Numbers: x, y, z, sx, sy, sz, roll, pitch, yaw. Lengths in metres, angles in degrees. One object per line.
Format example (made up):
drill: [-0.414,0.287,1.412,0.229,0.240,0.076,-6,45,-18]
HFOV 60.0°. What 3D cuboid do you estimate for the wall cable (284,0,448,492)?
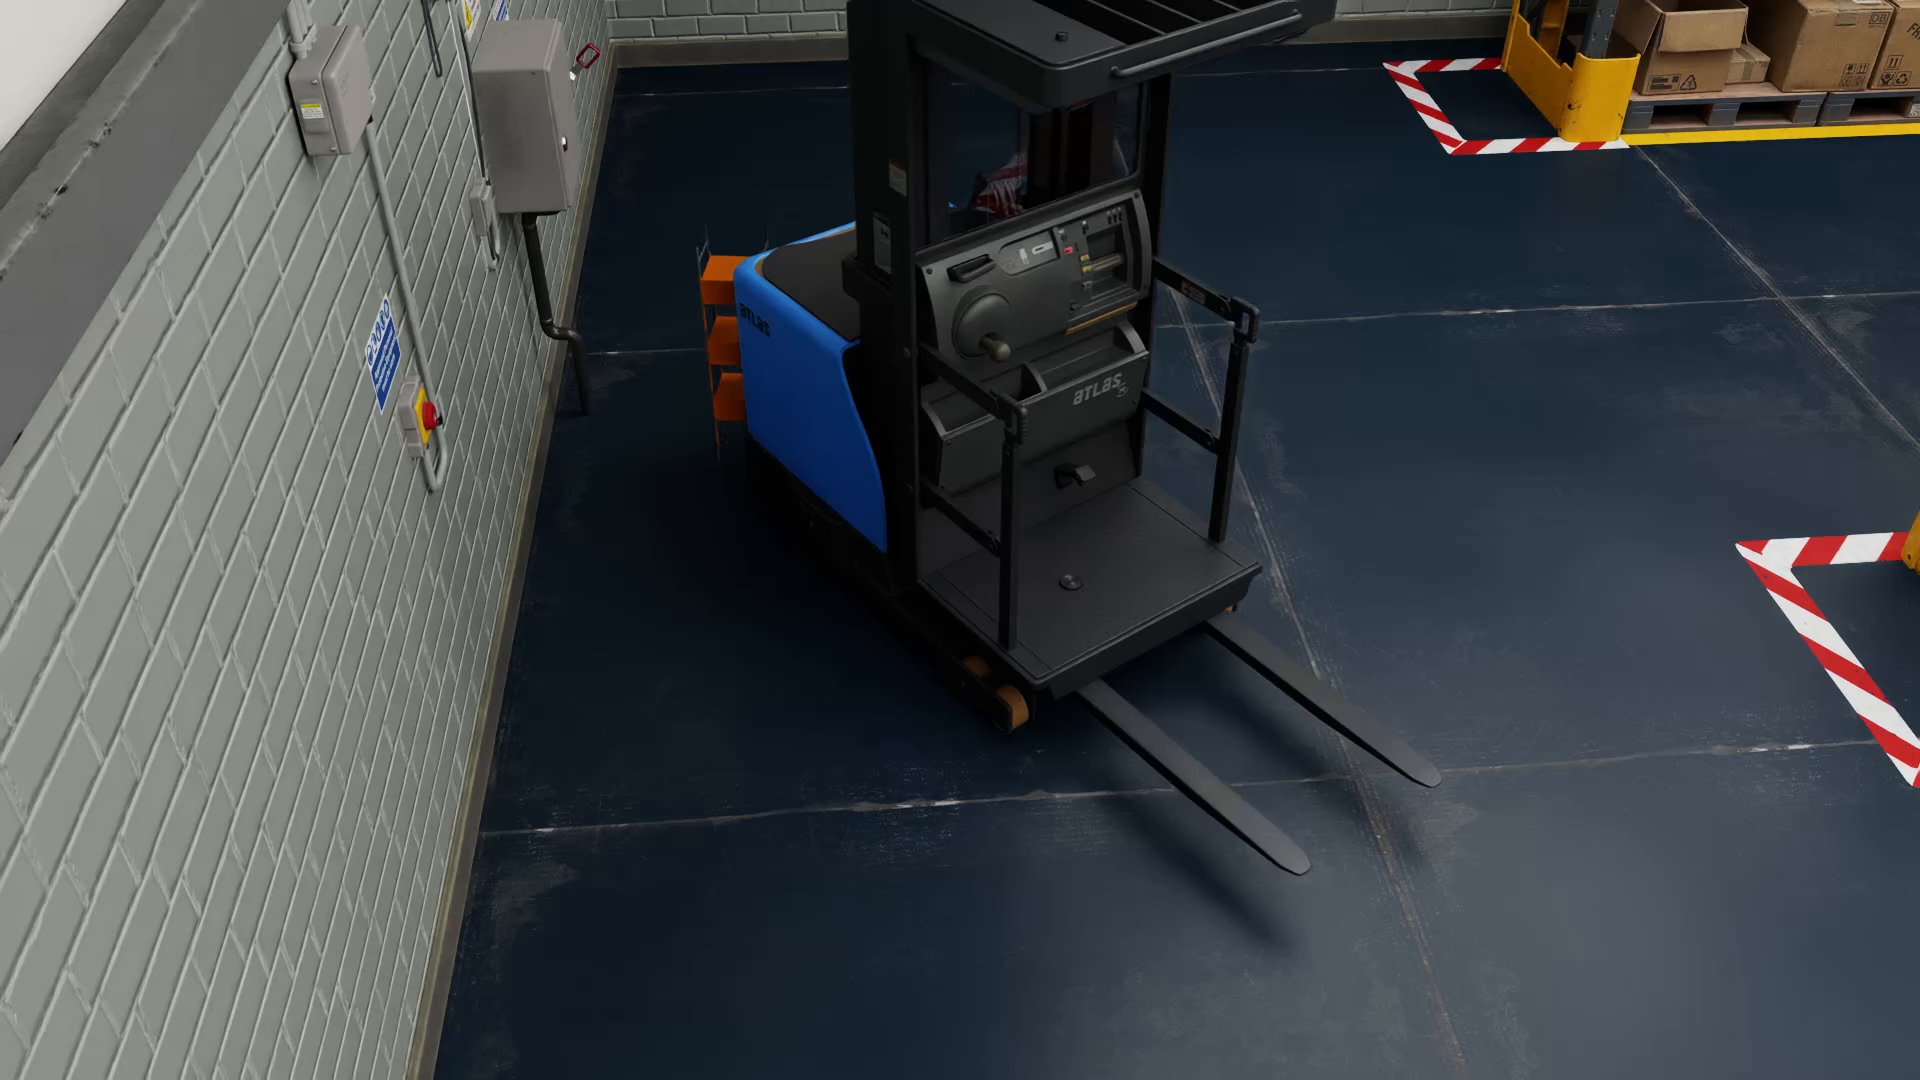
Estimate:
wall cable: [-1.604,-0.877,4.595,0.123,1.953,0.585,-3,38,-4]

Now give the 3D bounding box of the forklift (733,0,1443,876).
forklift: [0.398,-0.821,5.425,1.130,2.935,3.031,-25,45,-28]

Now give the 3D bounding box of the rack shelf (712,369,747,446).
rack shelf: [-0.905,-0.559,7.076,0.240,0.259,0.215,2,38,3]

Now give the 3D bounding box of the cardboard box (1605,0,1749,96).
cardboard box: [4.184,-3.012,9.822,0.637,0.503,0.797,-5,39,-6]

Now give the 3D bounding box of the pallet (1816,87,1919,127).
pallet: [5.649,-2.871,10.218,1.213,0.211,1.003,-3,38,-4]

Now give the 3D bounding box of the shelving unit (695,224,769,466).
shelving unit: [-0.905,-0.786,6.898,0.252,1.050,0.215,2,38,3]

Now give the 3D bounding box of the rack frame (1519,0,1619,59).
rack frame: [3.567,-3.852,9.211,0.127,3.000,1.000,-3,38,-4]

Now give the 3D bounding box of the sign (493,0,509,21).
sign: [-1.895,-2.026,6.973,0.001,0.494,0.329,-3,38,-4]

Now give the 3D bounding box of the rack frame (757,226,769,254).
rack frame: [-0.783,-0.781,6.892,0.008,1.050,0.200,2,38,3]

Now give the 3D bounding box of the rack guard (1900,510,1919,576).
rack guard: [3.986,0.193,6.102,0.348,0.500,1.175,-3,38,-4]

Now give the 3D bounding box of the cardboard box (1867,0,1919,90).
cardboard box: [5.575,-3.001,9.811,0.500,0.500,0.500,-2,38,-3]

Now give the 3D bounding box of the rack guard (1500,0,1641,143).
rack guard: [3.642,-2.875,9.990,0.348,0.500,1.175,-3,38,-4]

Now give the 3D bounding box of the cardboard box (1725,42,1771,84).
cardboard box: [4.611,-2.872,9.931,0.250,0.149,0.380,-5,39,-6]

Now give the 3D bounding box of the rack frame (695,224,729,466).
rack frame: [-1.026,-0.791,6.904,0.008,1.050,0.200,2,38,3]

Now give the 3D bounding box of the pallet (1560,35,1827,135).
pallet: [4.436,-2.806,10.136,1.213,0.211,1.003,-3,38,-4]

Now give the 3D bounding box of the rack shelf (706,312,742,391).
rack shelf: [-0.905,-0.778,6.904,0.240,0.259,0.215,2,38,3]

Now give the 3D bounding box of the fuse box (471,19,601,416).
fuse box: [-1.645,-1.264,6.971,0.414,1.711,0.539,-3,38,-4]

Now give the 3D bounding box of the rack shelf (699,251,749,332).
rack shelf: [-0.904,-1.000,6.729,0.240,0.259,0.215,2,38,3]

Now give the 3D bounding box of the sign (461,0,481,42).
sign: [-1.847,-2.049,6.259,0.001,0.242,0.339,-3,38,-4]

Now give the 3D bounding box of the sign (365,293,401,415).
sign: [-1.661,-0.539,4.793,0.001,0.218,0.327,-3,38,-4]

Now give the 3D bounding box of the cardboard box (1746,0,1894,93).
cardboard box: [5.039,-3.034,9.852,0.500,0.500,0.700,-2,38,-2]

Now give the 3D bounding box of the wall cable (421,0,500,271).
wall cable: [-1.742,-1.739,5.713,0.122,1.984,0.588,-3,38,-4]
